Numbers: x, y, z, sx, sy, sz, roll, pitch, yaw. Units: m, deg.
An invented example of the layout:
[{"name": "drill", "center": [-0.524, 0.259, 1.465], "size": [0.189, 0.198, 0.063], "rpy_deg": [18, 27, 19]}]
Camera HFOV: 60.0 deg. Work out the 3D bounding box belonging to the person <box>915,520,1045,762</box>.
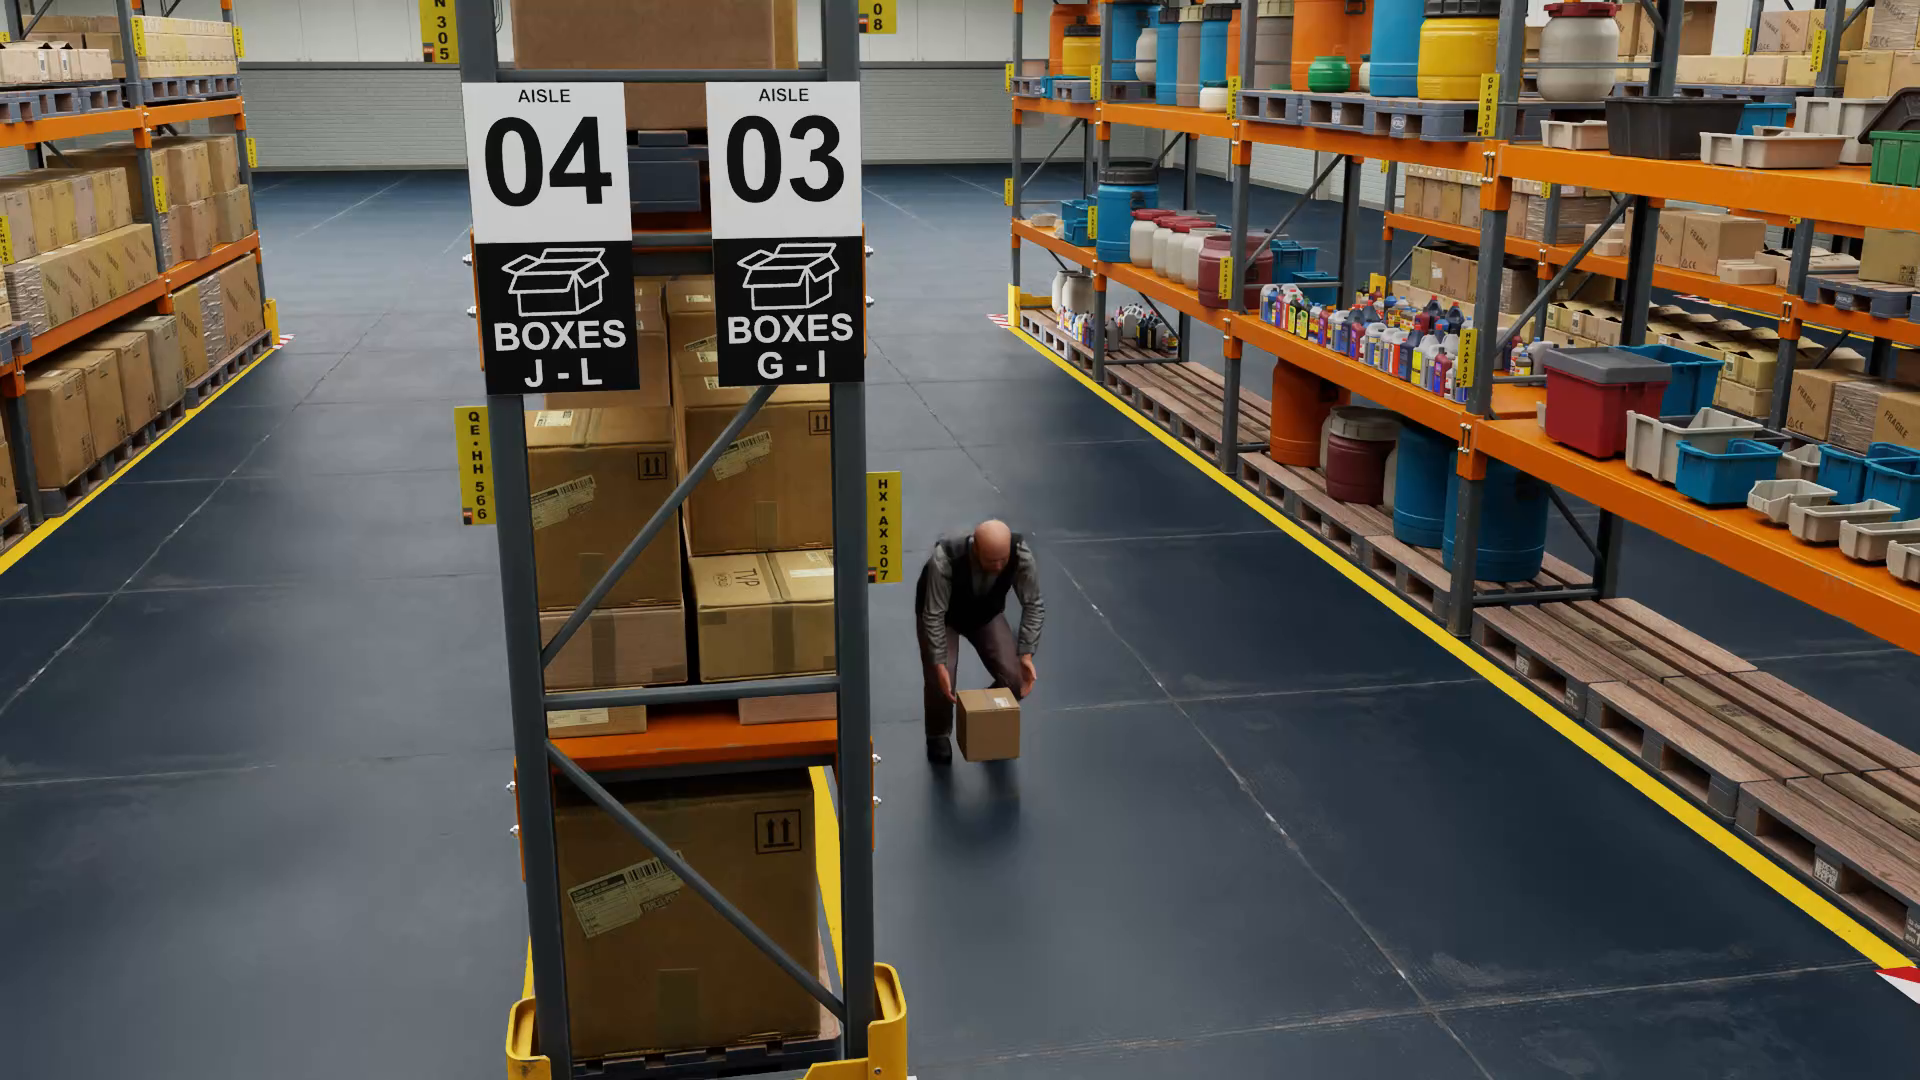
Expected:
[{"name": "person", "center": [0.085, 0.441, 7.899], "size": [0.586, 1.260, 0.761], "rpy_deg": [-3, 17, -10]}]
